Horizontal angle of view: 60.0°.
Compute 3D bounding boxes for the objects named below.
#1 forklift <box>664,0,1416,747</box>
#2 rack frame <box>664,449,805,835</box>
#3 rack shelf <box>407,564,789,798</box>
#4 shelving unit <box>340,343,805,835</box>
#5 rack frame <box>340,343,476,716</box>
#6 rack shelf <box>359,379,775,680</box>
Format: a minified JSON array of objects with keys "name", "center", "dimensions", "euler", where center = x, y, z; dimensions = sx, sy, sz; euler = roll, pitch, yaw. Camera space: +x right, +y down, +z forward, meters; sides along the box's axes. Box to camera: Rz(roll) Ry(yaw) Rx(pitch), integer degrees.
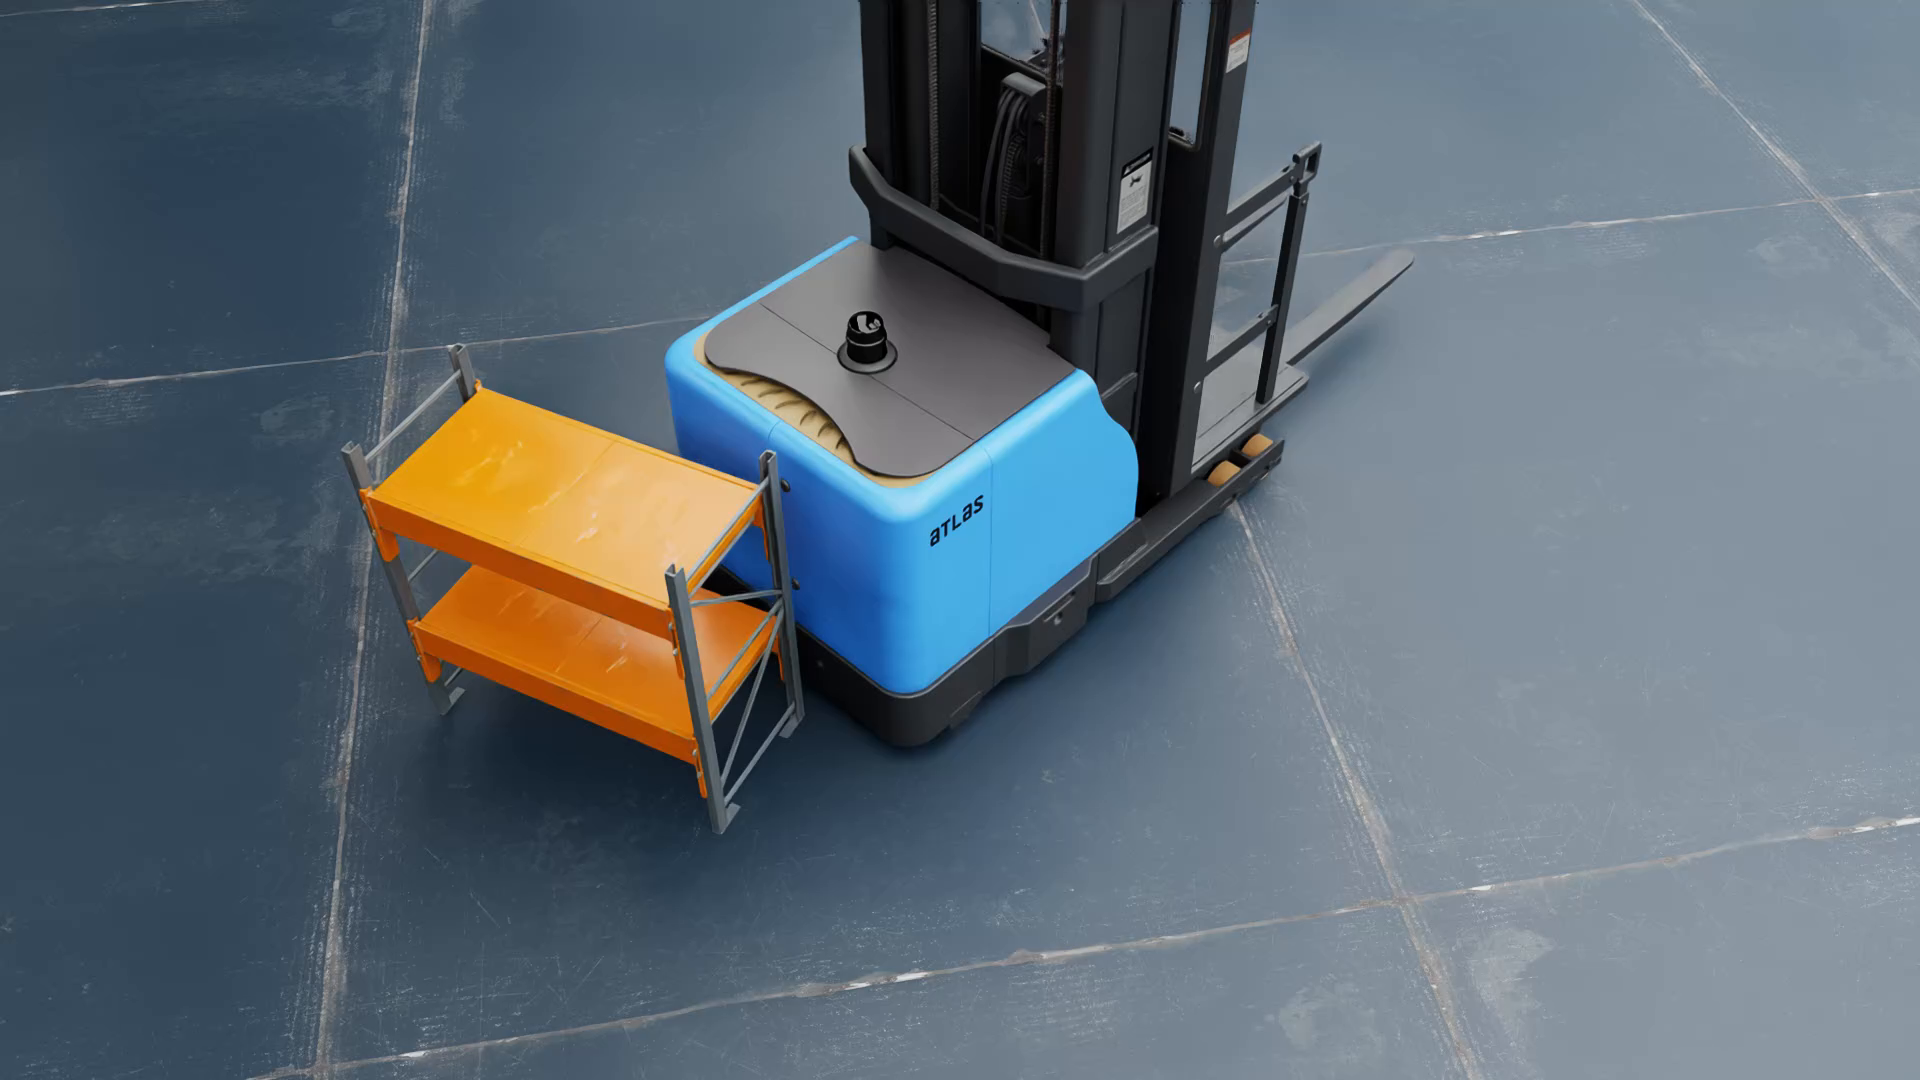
[{"name":"forklift","center":[0.505,-1.357,5.023],"dimensions":[1.130,2.935,3.031],"euler":[34,55,29]},{"name":"rack frame","center":[-0.610,0.315,4.665],"dimensions":[0.032,1.125,0.500],"euler":[19,49,18]},{"name":"rack shelf","center":[-1.067,0.325,4.995],"dimensions":[1.000,0.278,0.538],"euler":[19,49,18]},{"name":"shelving unit","center":[-1.067,0.155,4.819],"dimensions":[1.048,1.125,0.538],"euler":[19,49,18]},{"name":"rack frame","center":[-1.524,-0.005,4.973],"dimensions":[0.032,1.125,0.500],"euler":[19,49,18]},{"name":"rack shelf","center":[-1.067,-0.048,4.609],"dimensions":[1.000,0.278,0.538],"euler":[19,49,18]}]
